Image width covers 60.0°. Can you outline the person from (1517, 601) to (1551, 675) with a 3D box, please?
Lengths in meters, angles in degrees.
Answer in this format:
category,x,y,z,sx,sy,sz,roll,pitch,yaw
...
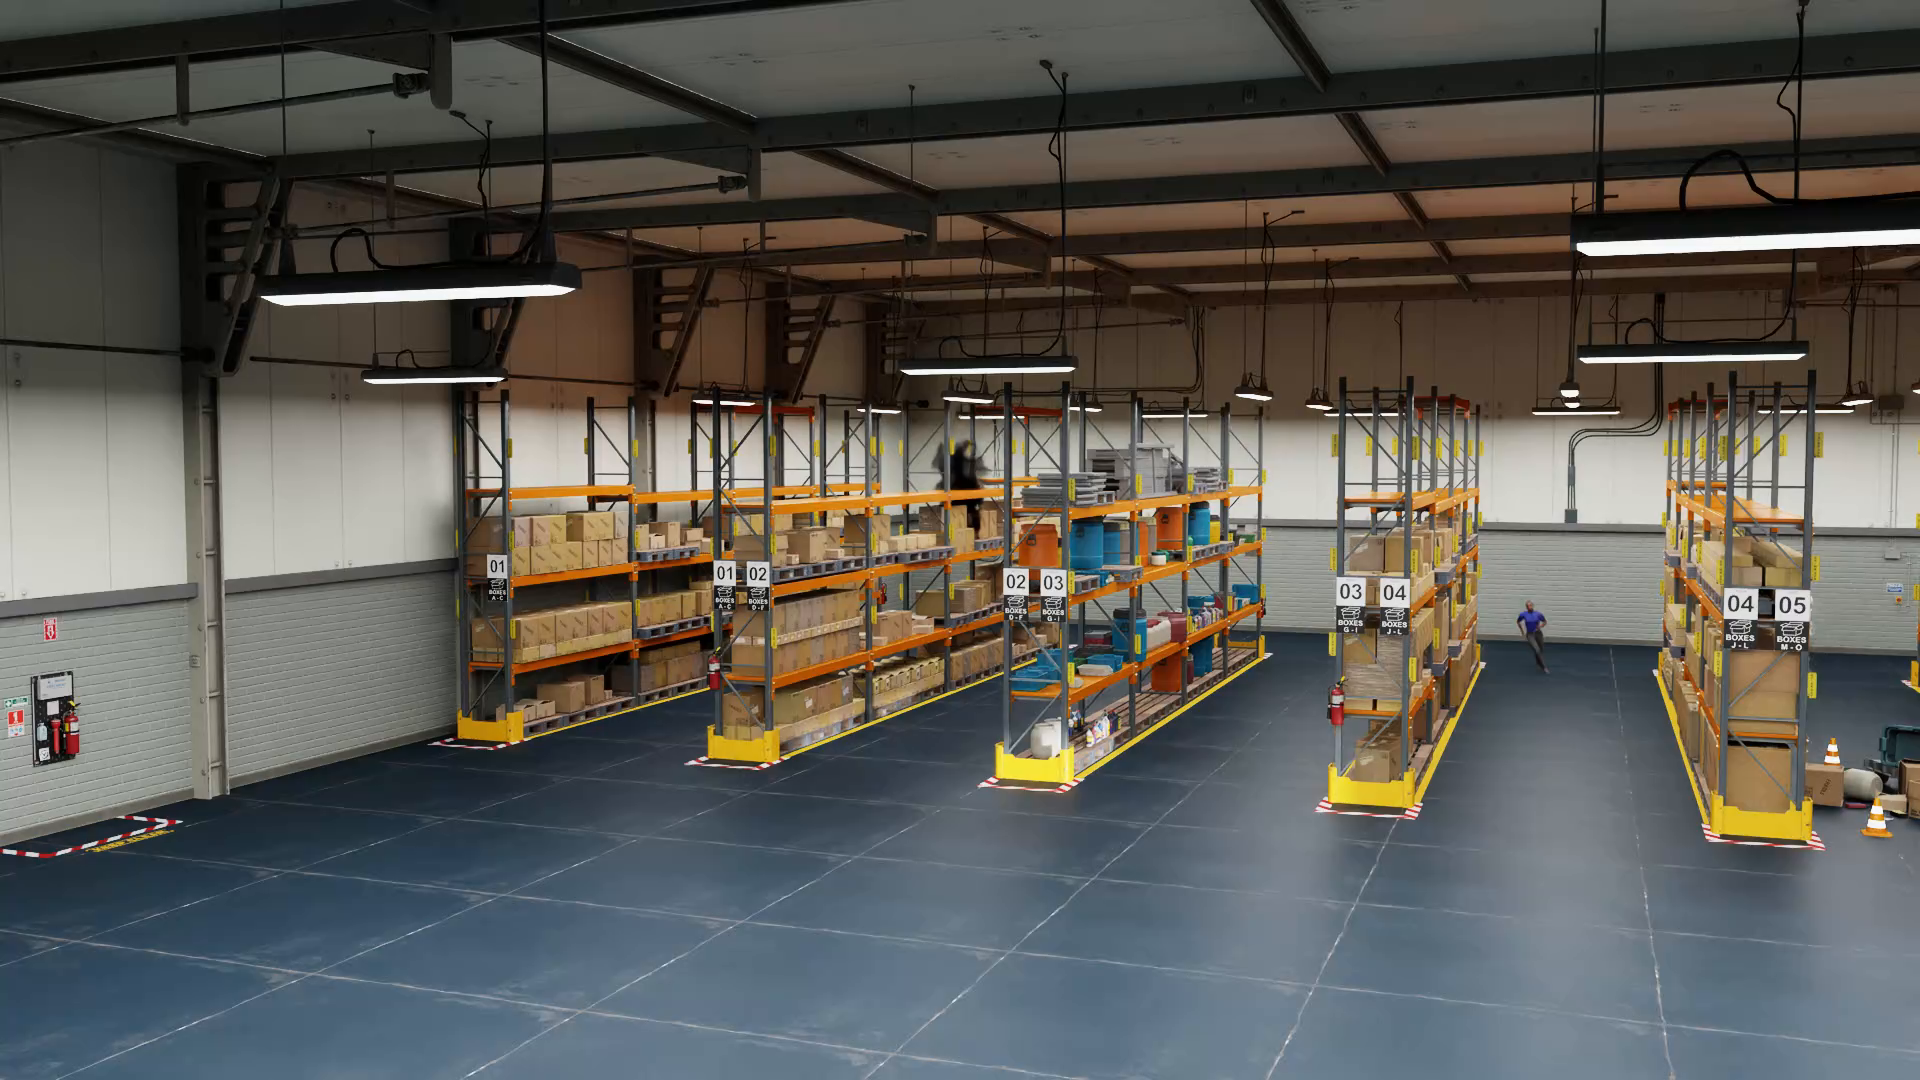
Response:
category,x,y,z,sx,sy,sz,roll,pitch,yaw
person,12.831,2.161,37.171,0.671,1.585,0.945,0,3,8
